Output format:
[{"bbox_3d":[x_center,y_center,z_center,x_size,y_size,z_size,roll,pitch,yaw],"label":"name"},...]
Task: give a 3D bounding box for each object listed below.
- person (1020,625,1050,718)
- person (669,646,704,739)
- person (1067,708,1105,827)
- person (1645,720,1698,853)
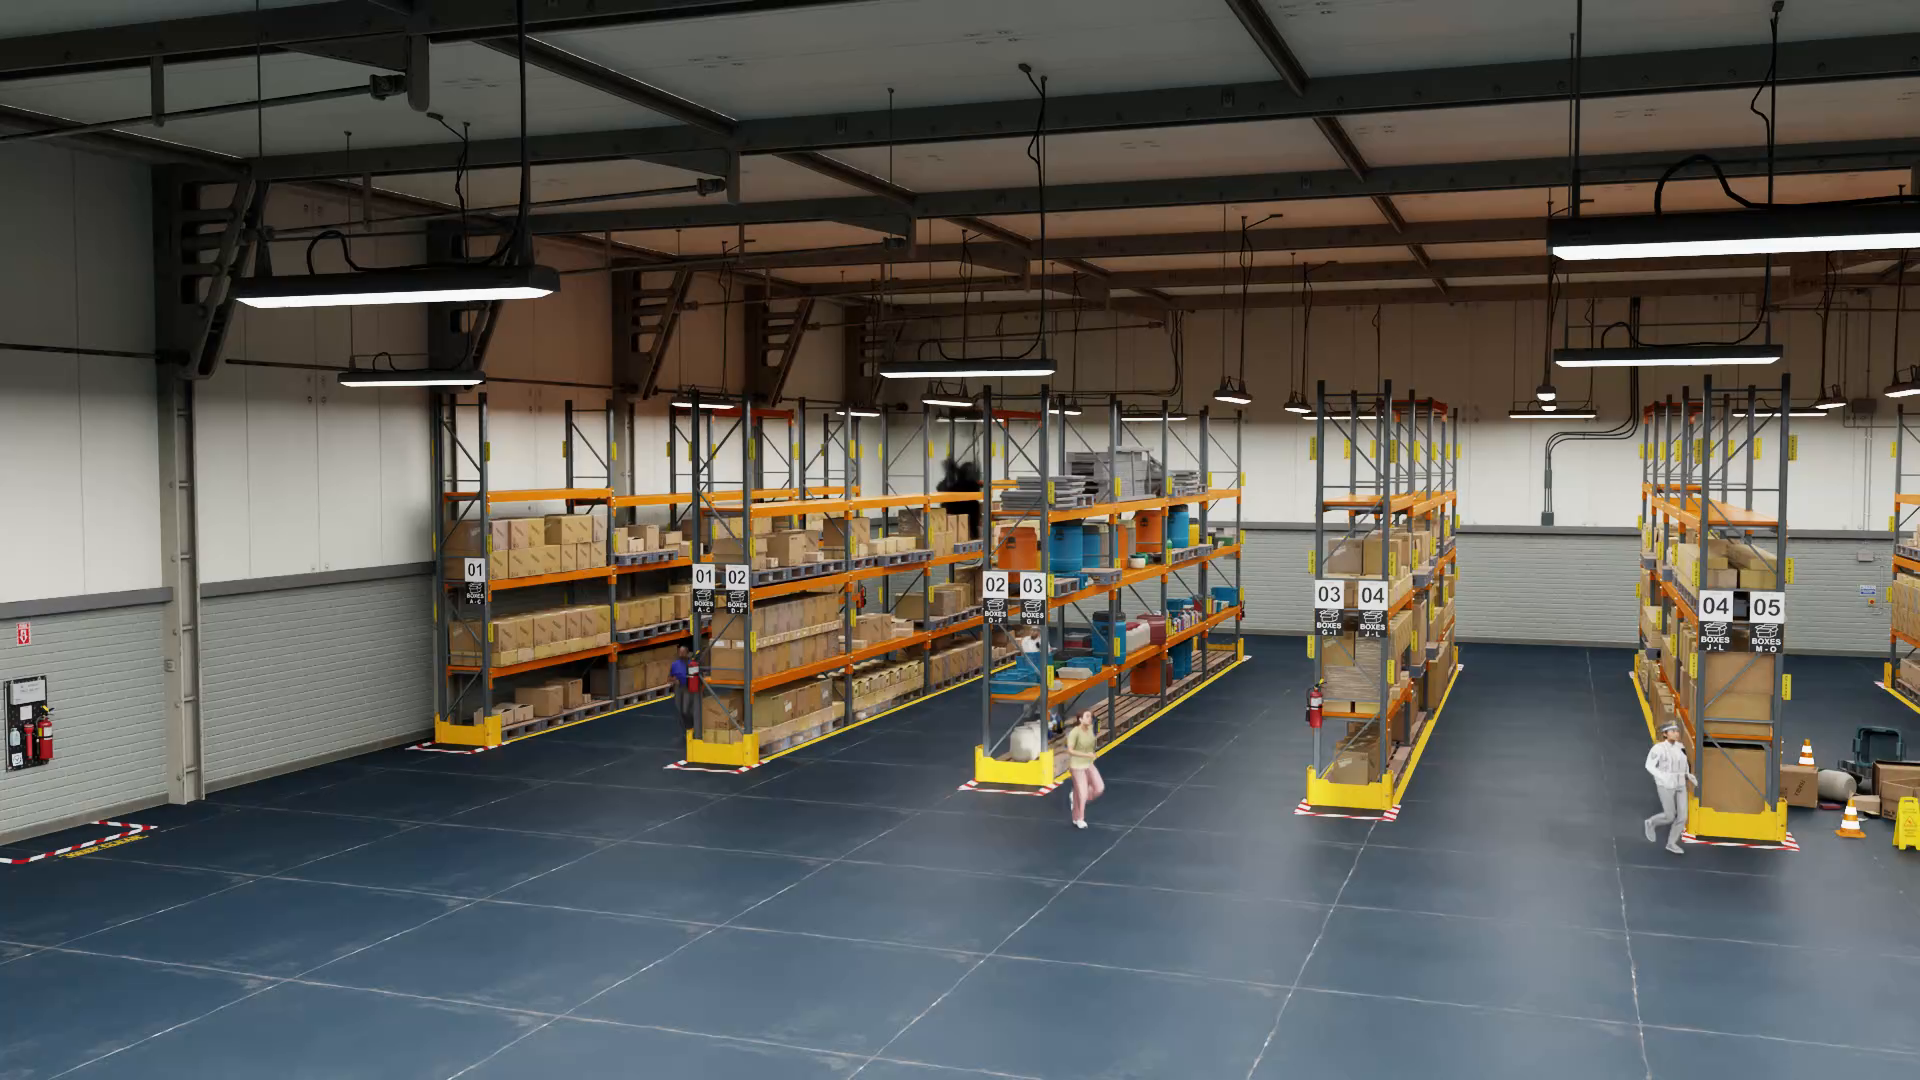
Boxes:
[{"bbox_3d":[1.380,2.460,31.343,0.637,1.833,0.751,1,3,18],"label":"person"},{"bbox_3d":[-4.752,2.651,28.697,0.546,1.648,0.670,0,3,9],"label":"person"},{"bbox_3d":[1.674,3.020,22.051,0.620,1.619,0.602,-3,4,-40],"label":"person"},{"bbox_3d":[8.894,3.065,20.833,0.617,1.647,0.578,-1,3,-16],"label":"person"}]
